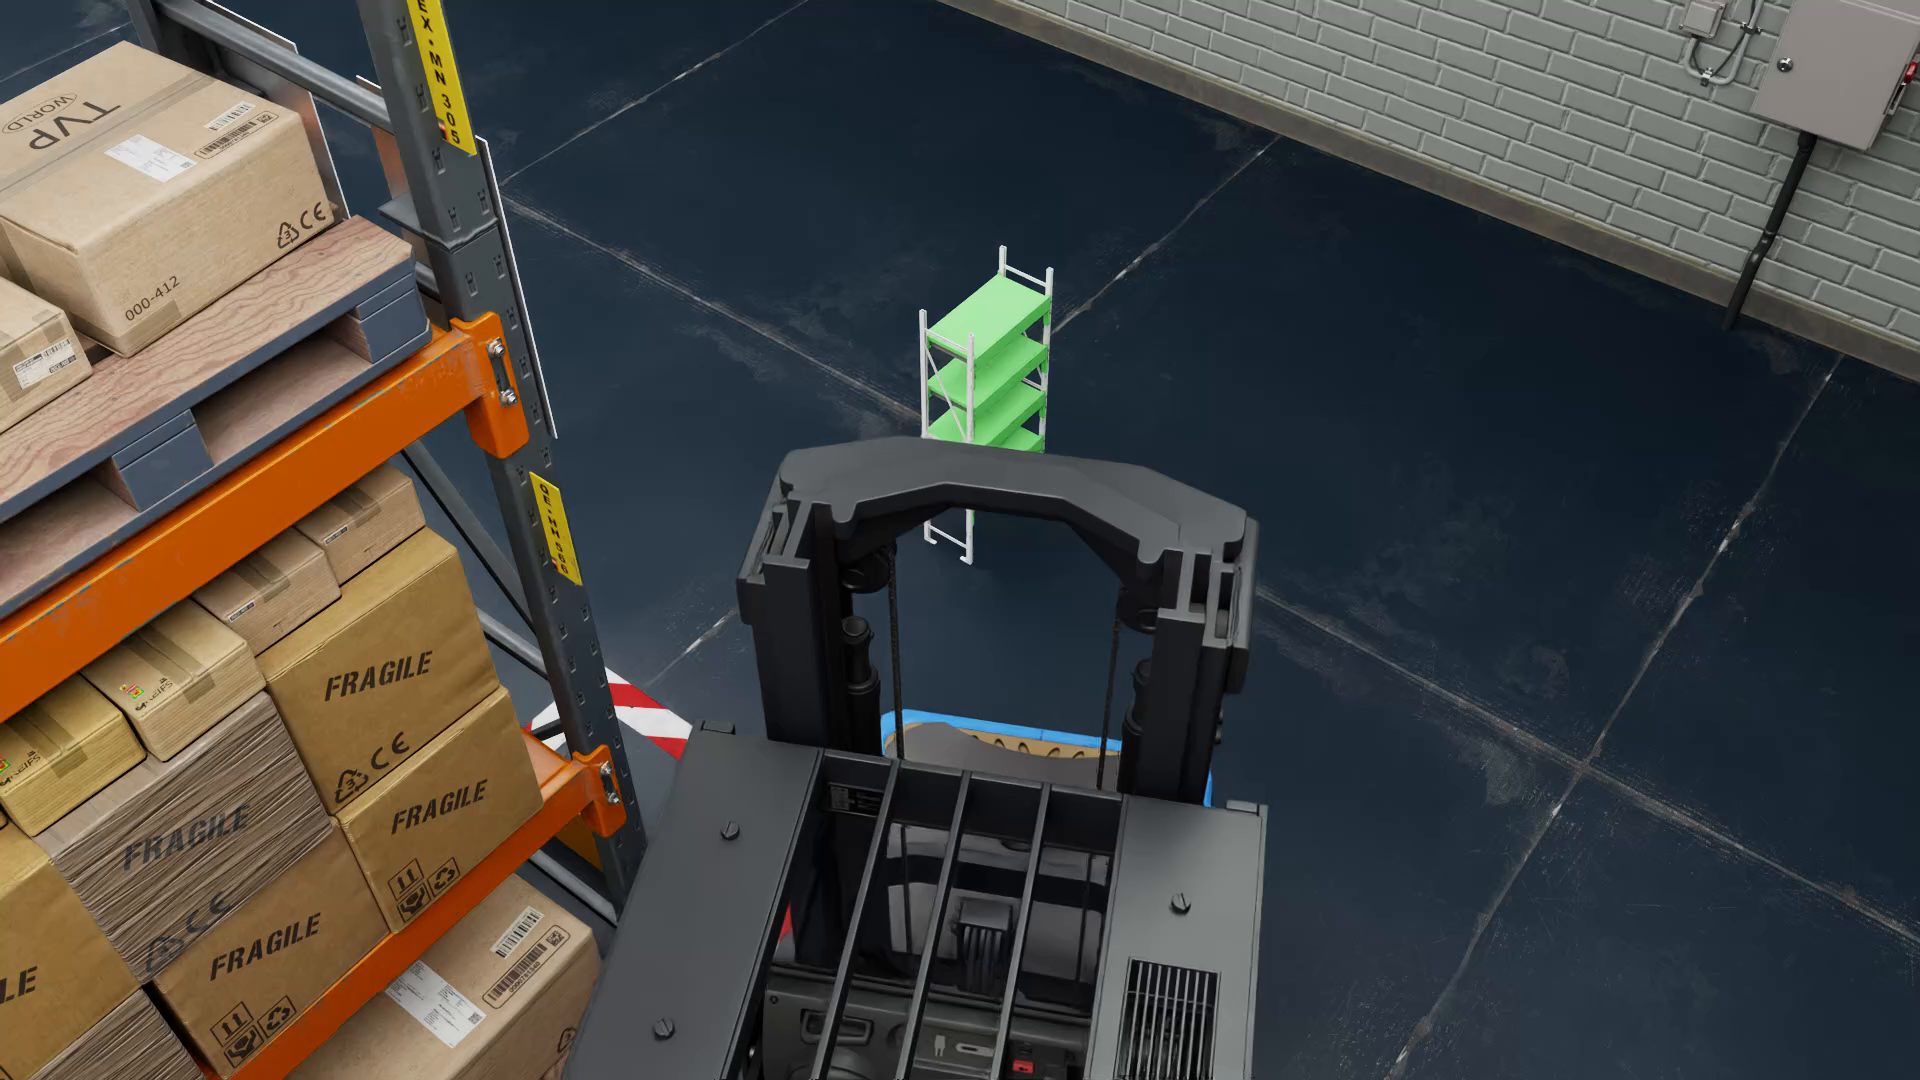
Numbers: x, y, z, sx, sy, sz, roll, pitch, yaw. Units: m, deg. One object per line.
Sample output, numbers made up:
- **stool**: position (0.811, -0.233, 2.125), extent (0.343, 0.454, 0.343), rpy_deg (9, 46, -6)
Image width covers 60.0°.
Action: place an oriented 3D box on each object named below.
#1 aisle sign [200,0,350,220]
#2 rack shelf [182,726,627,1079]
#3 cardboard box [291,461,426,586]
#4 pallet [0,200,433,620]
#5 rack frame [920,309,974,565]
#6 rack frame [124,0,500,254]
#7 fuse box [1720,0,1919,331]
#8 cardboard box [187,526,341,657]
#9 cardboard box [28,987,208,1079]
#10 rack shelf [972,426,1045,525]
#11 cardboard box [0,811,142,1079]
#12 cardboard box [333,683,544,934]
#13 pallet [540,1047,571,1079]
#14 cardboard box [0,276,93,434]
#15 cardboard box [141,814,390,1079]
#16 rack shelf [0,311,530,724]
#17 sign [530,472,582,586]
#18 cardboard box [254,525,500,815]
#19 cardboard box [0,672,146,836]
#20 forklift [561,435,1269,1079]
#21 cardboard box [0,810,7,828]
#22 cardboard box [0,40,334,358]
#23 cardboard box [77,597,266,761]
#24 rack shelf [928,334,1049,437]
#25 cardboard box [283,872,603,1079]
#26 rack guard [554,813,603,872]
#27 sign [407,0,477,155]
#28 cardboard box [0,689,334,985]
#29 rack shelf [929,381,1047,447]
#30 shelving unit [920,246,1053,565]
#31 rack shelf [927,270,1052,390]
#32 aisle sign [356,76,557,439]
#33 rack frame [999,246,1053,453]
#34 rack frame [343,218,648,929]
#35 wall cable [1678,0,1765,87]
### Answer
- **aisle sign**: position (-1.554, -0.857, 3.861), extent (0.394, 0.787, 0.004), rpy_deg (29, 53, 25)
- **rack shelf**: position (-2.592, 1.603, 3.806), extent (1.077, 0.370, 4.000), rpy_deg (29, 53, 25)
- **cardboard box**: position (-1.430, -0.100, 3.726), extent (0.380, 0.149, 0.250), rpy_deg (30, 53, 25)
- **pallet**: position (-1.814, -0.366, 3.177), extent (1.003, 0.211, 1.213), rpy_deg (29, 53, 25)
- **rack frame**: position (-0.048, -0.370, 6.438), extent (0.240, 1.200, 0.015), rpy_deg (29, 53, 25)
- **rack frame**: position (-1.369, -1.862, 2.470), extent (1.000, 3.000, 0.127), rpy_deg (29, 53, 25)
- **fuse box**: position (3.633, -1.569, 7.230), extent (0.539, 1.711, 0.414), rpy_deg (29, 53, 25)
- **cardboard box**: position (-1.566, 0.056, 3.577), extent (0.380, 0.149, 0.250), rpy_deg (30, 53, 26)
- **cardboard box**: position (-2.080, 1.148, 3.675), extent (0.500, 0.500, 0.500), rpy_deg (31, 54, 26)
- **rack shelf**: position (0.101, -0.299, 6.791), extent (0.258, 0.148, 0.480), rpy_deg (29, 53, 25)
- **cardboard box**: position (-2.077, 0.805, 3.311), extent (0.500, 0.500, 0.500), rpy_deg (29, 53, 25)
- **cardboard box**: position (-1.454, 0.569, 4.228), extent (0.500, 0.500, 0.500), rpy_deg (29, 53, 25)
- **pallet**: position (-1.796, 1.666, 5.178), extent (1.003, 0.211, 1.213), rpy_deg (29, 53, 25)
- **cardboard box**: position (-1.766, -0.346, 2.911), extent (0.380, 0.149, 0.250), rpy_deg (25, 51, 22)
- **cardboard box**: position (-1.773, 0.849, 3.960), extent (0.500, 0.500, 0.500), rpy_deg (28, 52, 24)
- **rack shelf**: position (-2.592, 0.567, 2.722), extent (1.077, 0.370, 4.000), rpy_deg (29, 53, 25)
- **sign**: position (-0.948, -0.024, 3.898), extent (0.100, 0.325, 0.005), rpy_deg (29, 53, 25)
- **cardboard box**: position (-1.475, 0.212, 3.878), extent (0.500, 0.500, 0.500), rpy_deg (31, 54, 26)
- **cardboard box**: position (-1.844, 0.367, 3.281), extent (0.380, 0.149, 0.250), rpy_deg (30, 53, 26)
- **forklift**: position (-0.027, 1.336, 3.612), extent (1.130, 2.935, 3.031), rpy_deg (8, 47, 7)
- **cardboard box**: position (-2.060, 0.485, 3.168), extent (0.380, 0.149, 0.250), rpy_deg (29, 53, 25)
- **cardboard box**: position (-1.573, -0.656, 3.137), extent (0.500, 0.250, 0.500), rpy_deg (25, 51, 22)
- **cardboard box**: position (-1.657, 0.241, 3.401), extent (0.380, 0.149, 0.250), rpy_deg (29, 53, 25)
- **rack shelf**: position (0.101, -0.631, 6.444), extent (0.258, 0.148, 0.480), rpy_deg (29, 53, 25)
- **cardboard box**: position (-1.693, 1.372, 5.011), extent (0.875, 0.438, 0.875), rpy_deg (27, 52, 24)
- **rack guard**: position (-1.354, 1.060, 5.556), extent (1.175, 0.500, 0.348), rpy_deg (29, 53, 25)
- **sign**: position (-0.948, -0.856, 3.026), extent (0.100, 0.325, 0.005), rpy_deg (29, 53, 25)
- **cardboard box**: position (-1.772, 0.524, 3.580), extent (0.500, 0.500, 0.500), rpy_deg (29, 53, 25)
- **rack shelf**: position (0.101, -0.465, 6.618), extent (0.258, 0.148, 0.480), rpy_deg (29, 53, 25)
- **shelving unit**: position (0.101, -0.509, 6.571), extent (0.258, 1.200, 0.503), rpy_deg (29, 53, 25)
- **rack shelf**: position (0.101, -0.797, 6.270), extent (0.258, 0.148, 0.480), rpy_deg (29, 53, 25)
- **aisle sign**: position (-1.080, -0.592, 3.608), extent (0.394, 0.787, 0.004), rpy_deg (29, 53, 25)
- **rack frame**: position (0.250, -0.649, 6.705), extent (0.240, 1.200, 0.015), rpy_deg (29, 53, 25)
- **rack frame**: position (-1.369, 0.210, 4.639), extent (1.000, 3.000, 0.127), rpy_deg (29, 53, 25)
- **wall cable**: position (3.189, -2.757, 6.771), extent (0.588, 1.984, 0.122), rpy_deg (29, 53, 25)
